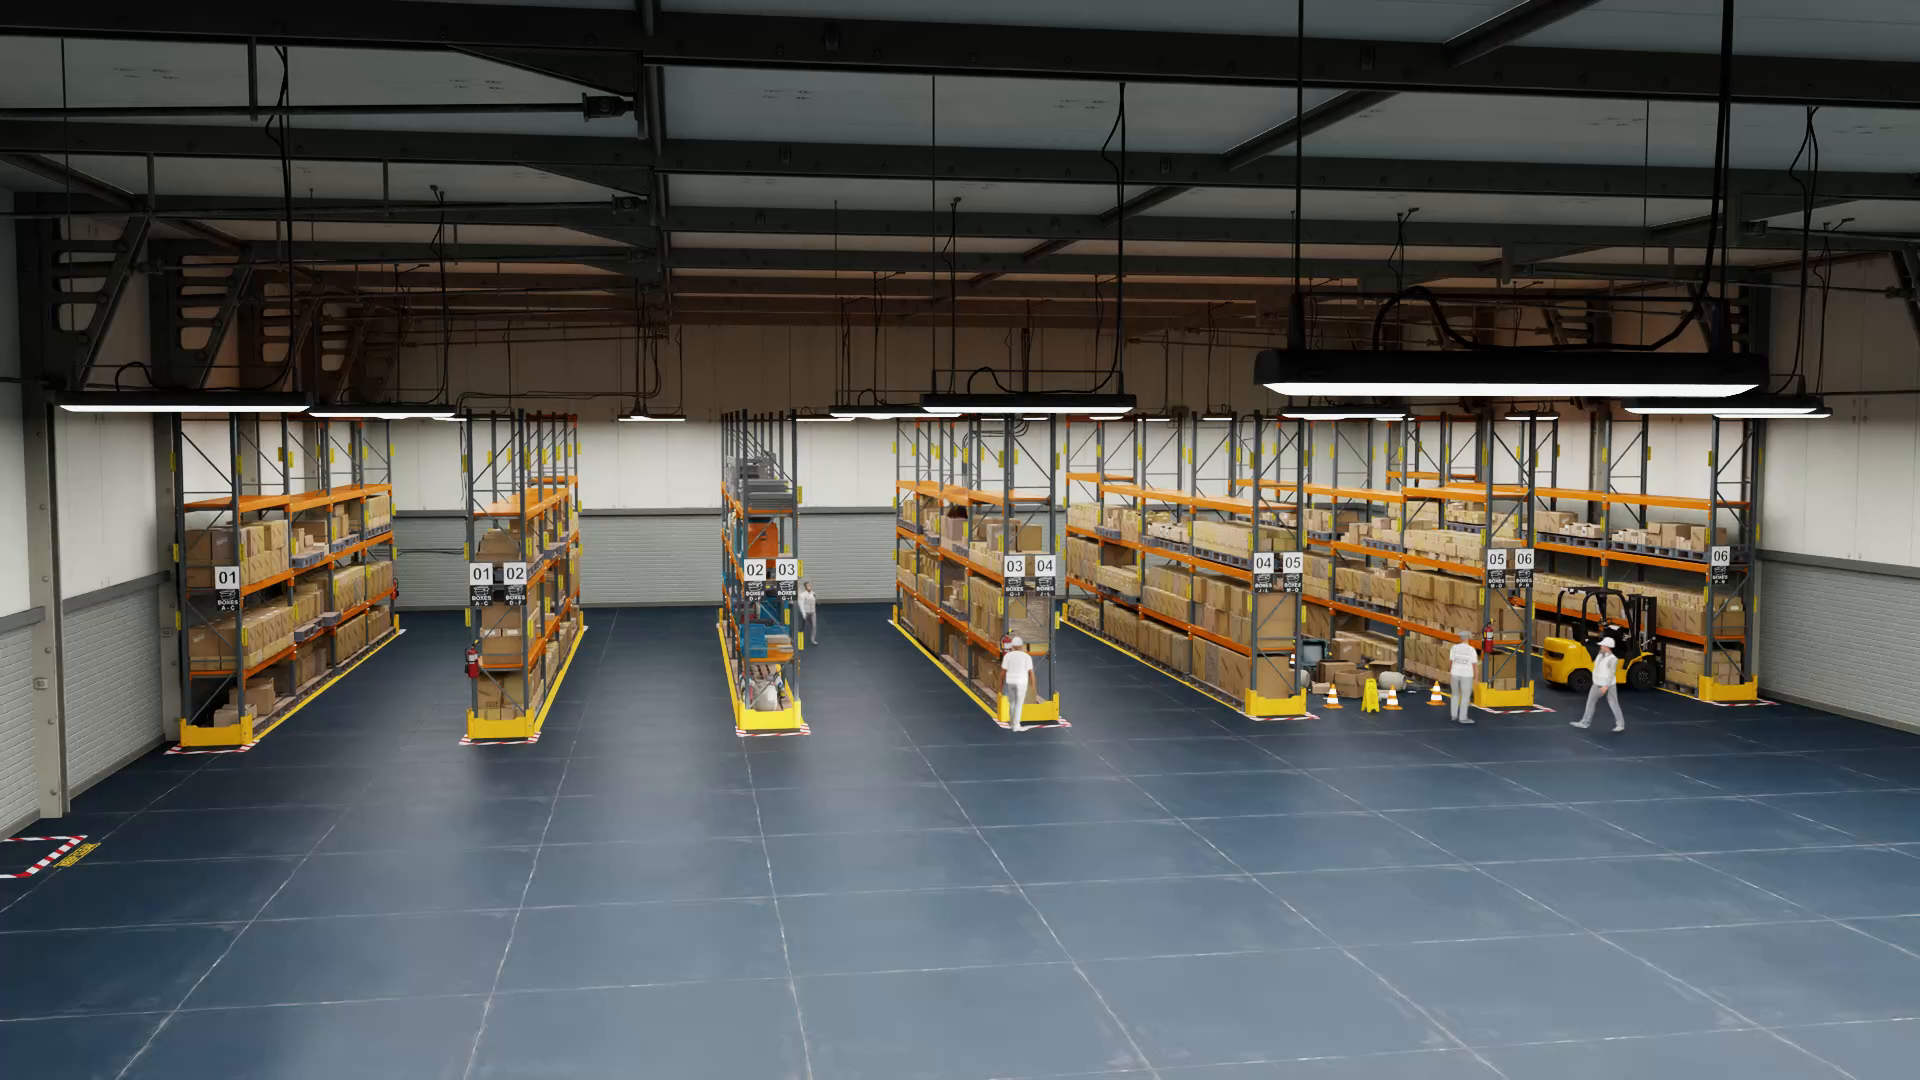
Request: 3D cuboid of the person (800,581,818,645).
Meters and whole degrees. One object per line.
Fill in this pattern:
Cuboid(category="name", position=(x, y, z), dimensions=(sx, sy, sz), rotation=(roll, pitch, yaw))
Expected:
Cuboid(category="person", position=(-3.952, 1.882, 43.237), dimensions=(0.494, 1.641, 0.908), rotation=(-2, 4, -23))

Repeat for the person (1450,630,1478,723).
Cuboid(category="person", position=(9.655, 2.632, 31.819), dimensions=(0.562, 1.793, 0.475), rotation=(4, 5, 43))

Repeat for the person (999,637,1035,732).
Cuboid(category="person", position=(1.110, 2.674, 31.134), dimensions=(0.643, 1.756, 0.608), rotation=(3, 5, 36))

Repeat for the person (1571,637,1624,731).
Cuboid(category="person", position=(11.946, 2.679, 31.009), dimensions=(0.803, 1.742, 0.660), rotation=(-2, 4, -24))
